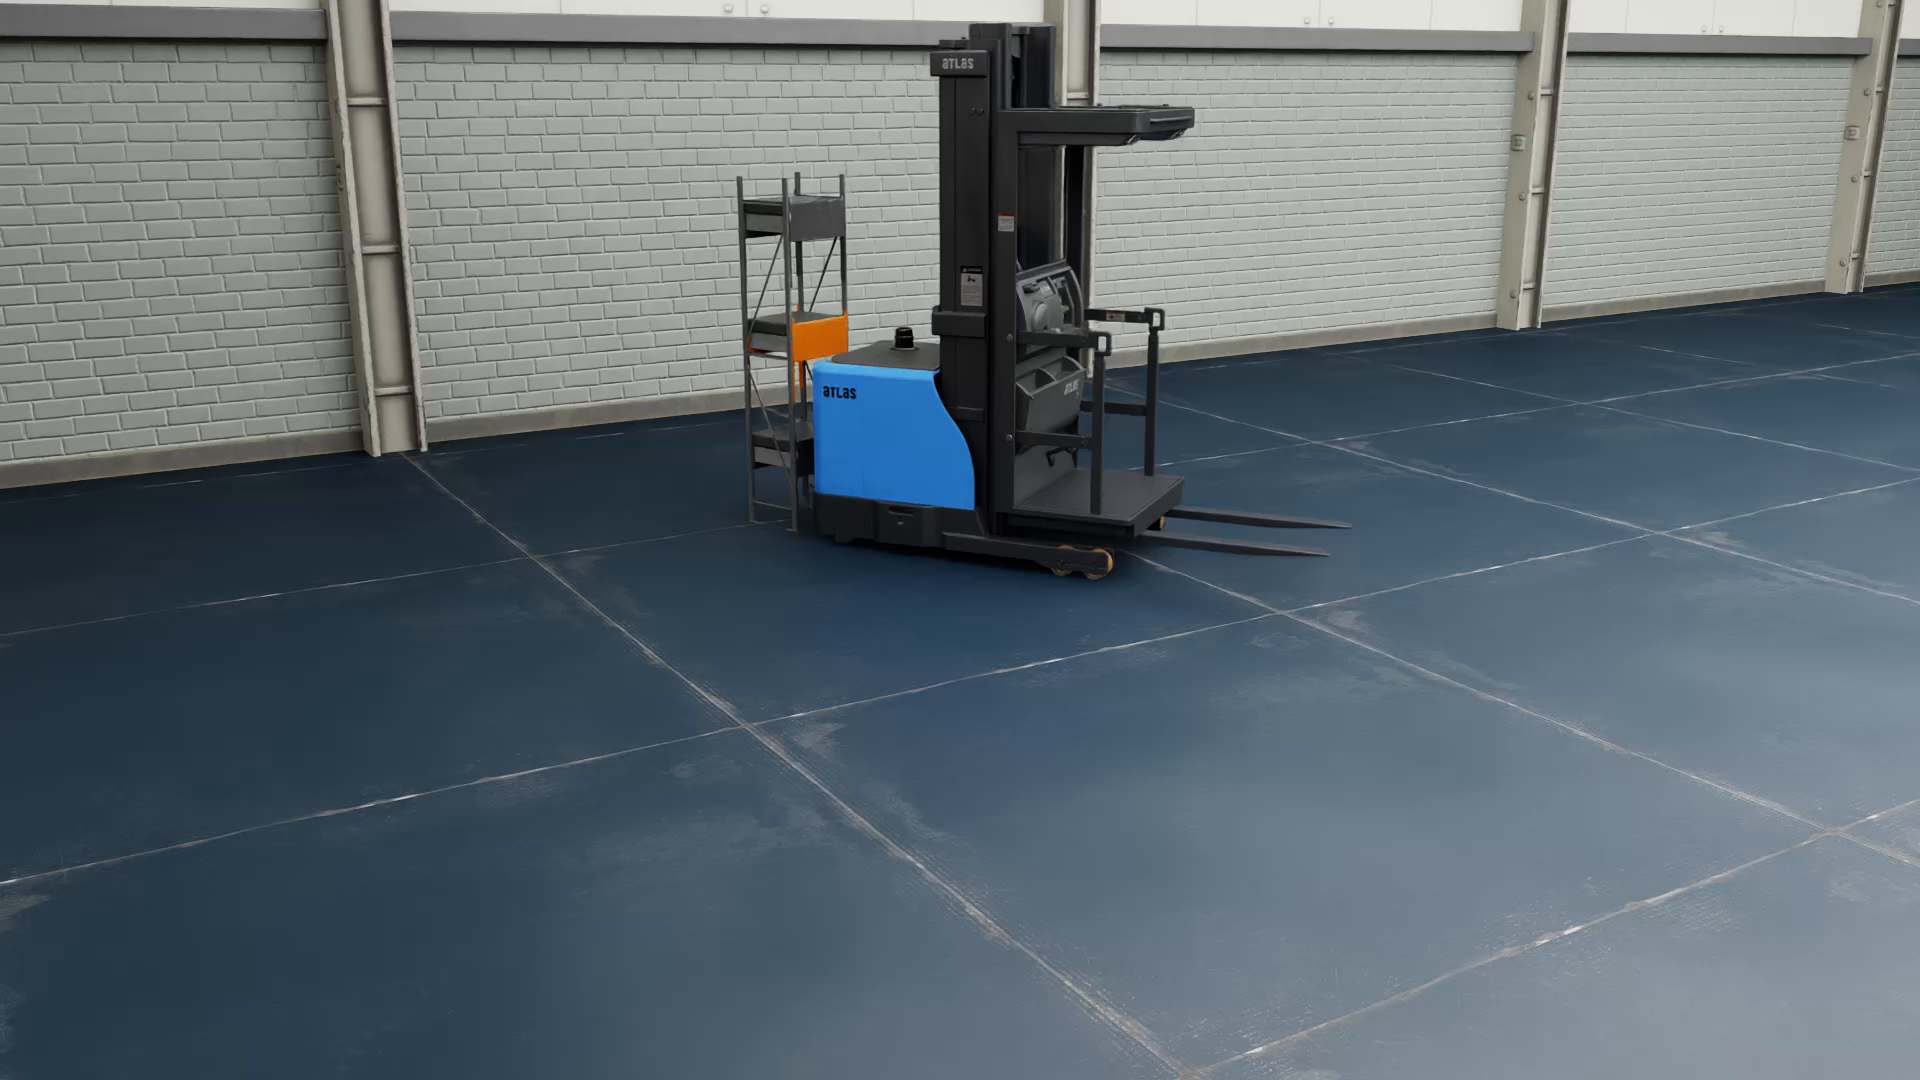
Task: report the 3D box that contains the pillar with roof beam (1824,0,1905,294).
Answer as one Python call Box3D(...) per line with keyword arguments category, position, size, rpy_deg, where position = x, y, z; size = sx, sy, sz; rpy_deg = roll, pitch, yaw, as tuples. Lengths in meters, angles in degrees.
Box3D(category="pillar with roof beam", position=(13.475, -6.507, 16.451), size=(0.400, 9.000, 9.100), rpy_deg=(-9, 18, -30))

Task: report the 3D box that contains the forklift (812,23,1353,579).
Box3D(category="forklift", position=(0.695, -1.358, 9.325), size=(3.031, 2.935, 1.130), rpy_deg=(7, 17, 22))

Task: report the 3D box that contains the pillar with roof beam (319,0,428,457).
Box3D(category="pillar with roof beam", position=(-1.954, -4.005, 7.525), size=(0.400, 9.000, 9.100), rpy_deg=(-9, 18, -30))

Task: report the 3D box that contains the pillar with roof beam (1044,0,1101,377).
Box3D(category="pillar with roof beam", position=(3.189, -4.839, 10.501), size=(0.400, 9.000, 9.100), rpy_deg=(-9, 18, -30))

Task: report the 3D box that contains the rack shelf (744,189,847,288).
Box3D(category="rack shelf", position=(-0.994, -1.801, 9.898), size=(0.431, 0.518, 0.480), rpy_deg=(12, 20, 37))

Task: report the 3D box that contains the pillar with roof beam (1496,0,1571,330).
Box3D(category="pillar with roof beam", position=(8.332, -5.673, 13.476), size=(0.400, 9.000, 9.100), rpy_deg=(-9, 18, -30))

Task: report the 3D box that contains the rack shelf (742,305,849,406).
Box3D(category="rack shelf", position=(-0.993, -1.127, 10.088), size=(0.431, 0.518, 0.480), rpy_deg=(12, 20, 37))

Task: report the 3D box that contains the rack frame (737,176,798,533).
Box3D(category="rack frame", position=(-1.144, -1.088, 9.900), size=(0.400, 2.100, 0.015), rpy_deg=(12, 20, 37))

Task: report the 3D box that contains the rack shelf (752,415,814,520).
Box3D(category="rack shelf", position=(-0.991, -0.453, 10.278), size=(0.431, 0.518, 0.480), rpy_deg=(12, 20, 37))

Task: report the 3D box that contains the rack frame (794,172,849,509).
Box3D(category="rack frame", position=(-0.842, -1.193, 10.269), size=(0.400, 2.100, 0.015), rpy_deg=(12, 20, 37))

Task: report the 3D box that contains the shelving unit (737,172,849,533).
Box3D(category="shelving unit", position=(-0.993, -1.140, 10.084), size=(0.431, 2.100, 0.503), rpy_deg=(12, 20, 37))
